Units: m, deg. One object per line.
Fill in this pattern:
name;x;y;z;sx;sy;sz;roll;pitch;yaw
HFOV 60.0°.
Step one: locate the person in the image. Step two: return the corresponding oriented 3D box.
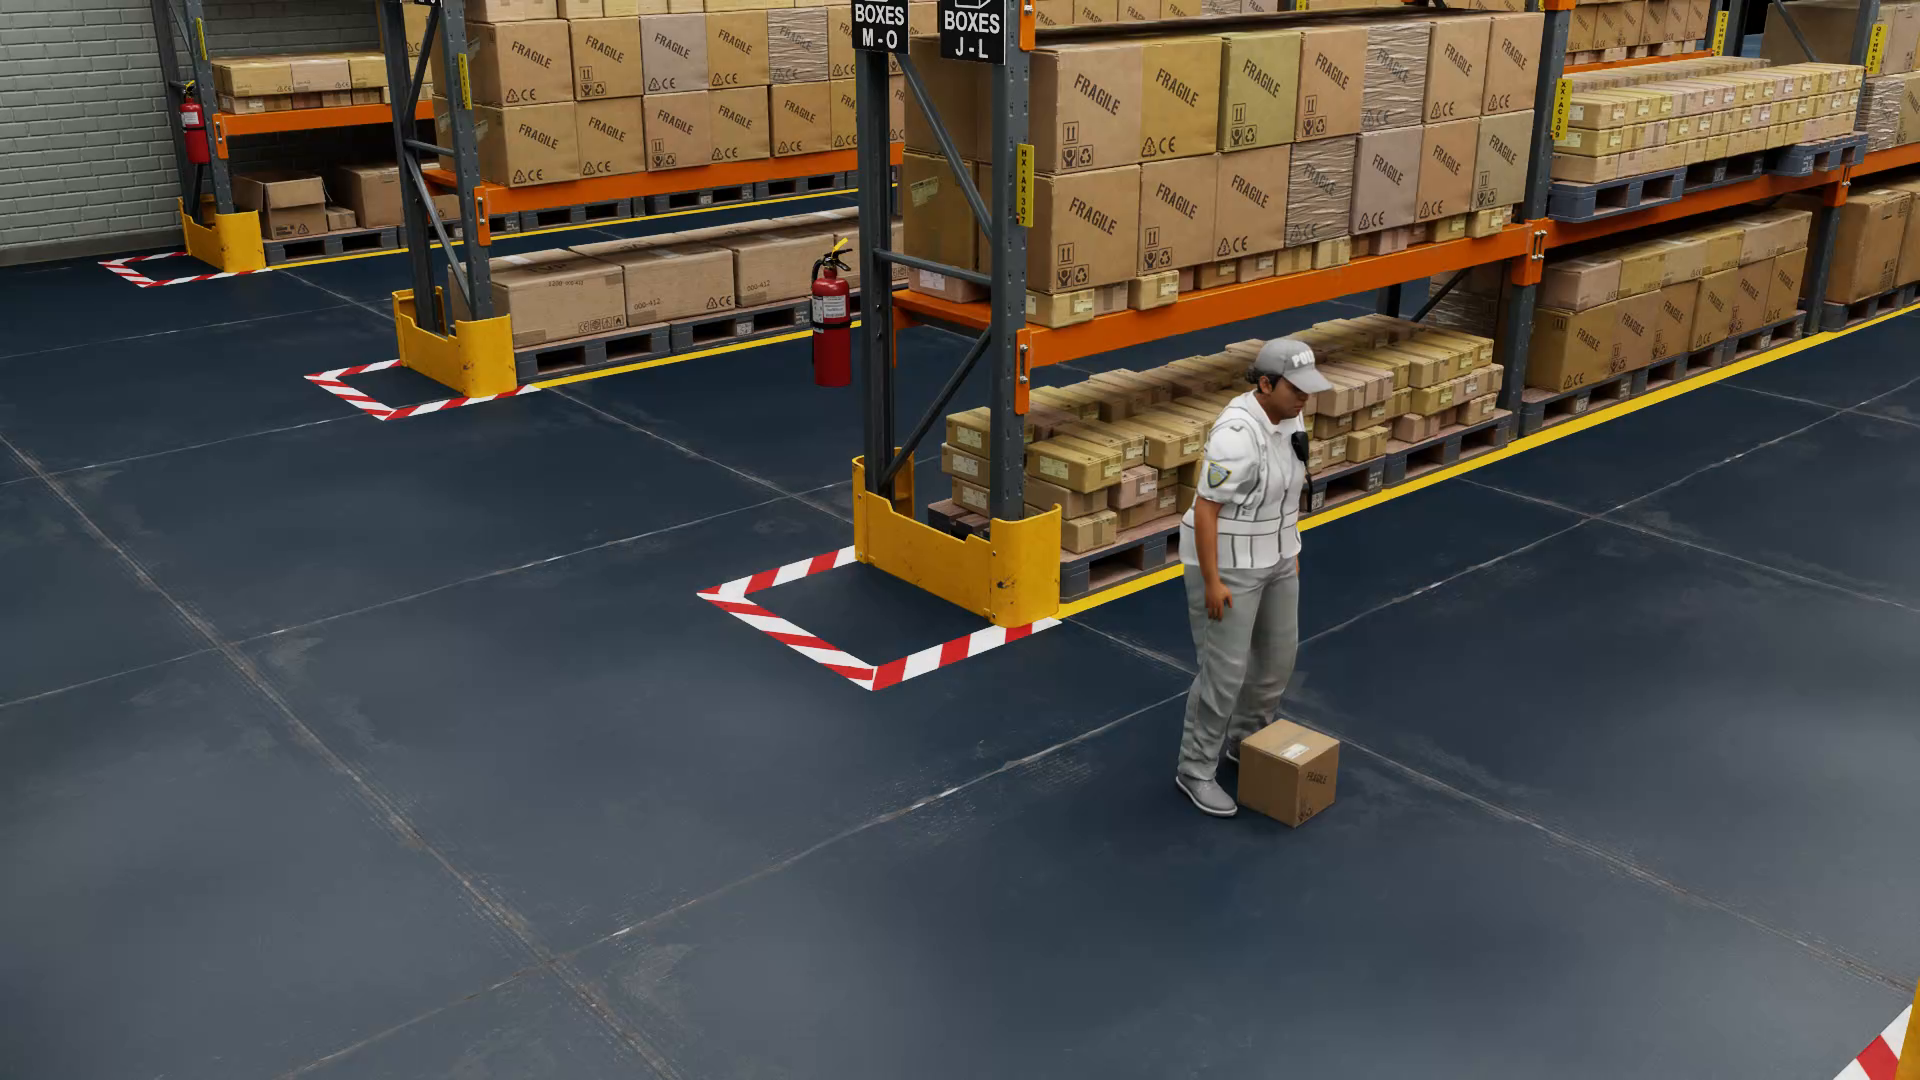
person;1.015;0.105;5.802;0.554;1.665;0.468;-19;28;-40
